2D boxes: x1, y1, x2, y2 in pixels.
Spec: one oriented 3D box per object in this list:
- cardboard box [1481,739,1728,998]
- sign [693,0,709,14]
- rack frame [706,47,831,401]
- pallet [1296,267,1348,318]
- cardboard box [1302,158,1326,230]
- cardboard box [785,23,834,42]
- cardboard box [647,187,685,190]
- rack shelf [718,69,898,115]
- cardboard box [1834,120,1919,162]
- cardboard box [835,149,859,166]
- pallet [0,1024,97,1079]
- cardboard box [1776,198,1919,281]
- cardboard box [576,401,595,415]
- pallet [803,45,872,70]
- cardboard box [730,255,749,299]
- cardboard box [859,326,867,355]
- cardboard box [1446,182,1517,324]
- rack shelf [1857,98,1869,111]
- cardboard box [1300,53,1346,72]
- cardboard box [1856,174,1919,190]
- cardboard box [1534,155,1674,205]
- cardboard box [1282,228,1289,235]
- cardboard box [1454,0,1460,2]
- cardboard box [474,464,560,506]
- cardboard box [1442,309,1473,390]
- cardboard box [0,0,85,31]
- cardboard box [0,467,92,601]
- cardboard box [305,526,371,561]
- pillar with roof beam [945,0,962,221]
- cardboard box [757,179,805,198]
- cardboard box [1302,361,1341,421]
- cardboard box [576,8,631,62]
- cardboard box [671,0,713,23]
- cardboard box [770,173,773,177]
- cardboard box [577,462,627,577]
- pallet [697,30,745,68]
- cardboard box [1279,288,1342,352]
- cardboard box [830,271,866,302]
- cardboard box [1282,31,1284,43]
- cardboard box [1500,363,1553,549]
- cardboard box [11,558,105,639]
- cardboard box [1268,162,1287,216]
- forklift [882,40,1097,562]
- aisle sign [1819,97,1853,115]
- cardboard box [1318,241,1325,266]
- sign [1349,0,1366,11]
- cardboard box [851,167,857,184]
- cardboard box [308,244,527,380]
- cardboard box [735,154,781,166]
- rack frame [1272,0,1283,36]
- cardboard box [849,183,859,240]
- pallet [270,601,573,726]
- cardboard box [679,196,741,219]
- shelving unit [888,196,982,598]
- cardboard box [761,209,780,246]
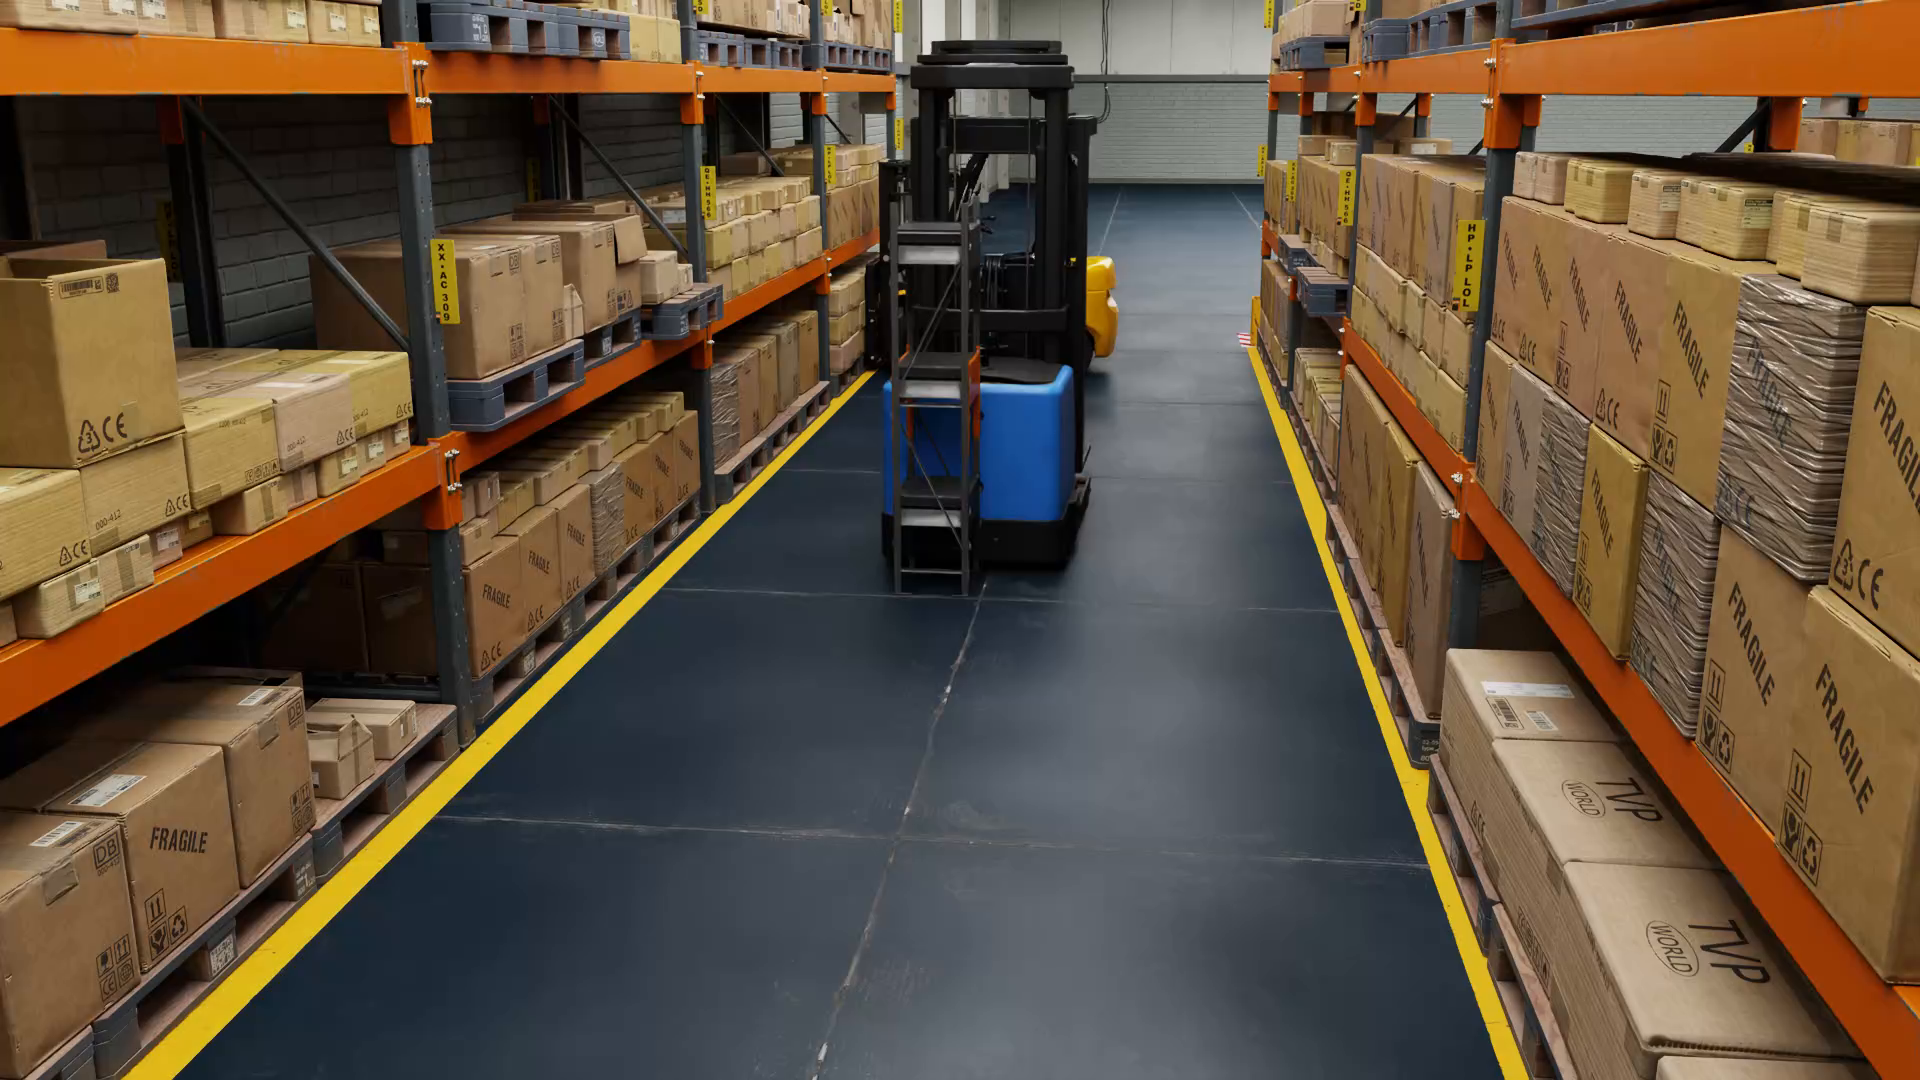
[{"bbox_3d":[2.105,0.969,4.936,0.875,0.438,0.875,1,15,5],"label":"cardboard box"},{"bbox_3d":[-1.560,-3.321,9.959,0.100,0.325,0.005,2,15,6],"label":"sign"},{"bbox_3d":[-1.647,-2.677,14.316,1.000,3.000,0.127,2,15,6],"label":"rack frame"},{"bbox_3d":[2.808,-1.590,10.662,1.213,0.211,1.003,2,15,6],"label":"pallet"},{"bbox_3d":[2.822,-2.556,12.301,0.500,0.500,0.500,2,15,6],"label":"cardboard box"},{"bbox_3d":[-1.295,-4.362,14.287,0.380,0.149,0.250,2,15,7],"label":"cardboard box"},{"bbox_3d":[-2.118,-2.560,12.447,0.380,0.149,0.250,2,15,7],"label":"cardboard box"},{"bbox_3d":[-1.422,-4.297,15.937,1.077,0.370,4.000,2,15,6],"label":"rack shelf"},{"bbox_3d":[8.487,-3.520,15.079,0.875,0.550,0.500,2,15,6],"label":"cardboard box"},{"bbox_3d":[-1.194,-3.722,16.178,0.380,0.149,0.250,2,15,7],"label":"cardboard box"},{"bbox_3d":[-2.904,1.555,4.008,1.003,0.211,1.213,2,15,6],"label":"pallet"},{"bbox_3d":[1.792,-0.563,3.147,0.380,0.149,0.250,2,15,8],"label":"cardboard box"},{"bbox_3d":[-2.467,-0.823,10.200,0.380,0.149,0.250,2,15,9],"label":"cardboard box"},{"bbox_3d":[-1.437,-4.620,15.924,1.003,0.211,1.213,2,15,6],"label":"pallet"},{"bbox_3d":[-1.744,-1.805,11.380,0.500,0.250,0.500,1,15,5],"label":"cardboard box"},{"bbox_3d":[-1.179,-1.934,16.031,0.500,0.250,0.500,2,15,7],"label":"cardboard box"},{"bbox_3d":[2.183,-1.111,6.418,0.500,0.500,0.500,2,15,8],"label":"cardboard box"},{"bbox_3d":[8.441,-4.032,14.957,1.077,0.370,4.000,2,15,6],"label":"rack shelf"},{"bbox_3d":[3.017,-3.950,13.756,0.380,0.149,0.250,2,15,7],"label":"cardboard box"},{"bbox_3d":[2.444,-0.818,4.091,0.380,0.149,0.250,2,15,6],"label":"cardboard box"},{"bbox_3d":[2.076,-1.160,5.355,0.380,0.149,0.250,2,15,7],"label":"cardboard box"},{"bbox_3d":[3.130,-2.767,15.128,0.380,0.149,0.250,1,15,5],"label":"cardboard box"},{"bbox_3d":[2.447,-2.490,7.520,0.380,0.166,0.250,3,15,11],"label":"cardboard box"},{"bbox_3d":[-2.190,-0.273,8.166,0.380,0.149,0.250,2,15,6],"label":"cardboard box"},{"bbox_3d":[2.191,-0.747,6.509,0.500,0.250,0.500,2,15,6],"label":"cardboard box"},{"bbox_3d":[-2.465,-1.362,4.188,0.380,0.149,0.250,2,15,6],"label":"cardboard box"},{"bbox_3d":[-2.572,-0.008,4.163,0.500,0.250,0.500,1,15,5],"label":"cardboard box"},{"bbox_3d":[-2.795,-0.015,7.214,0.380,0.149,0.250,1,15,4],"label":"cardboard box"},{"bbox_3d":[4.139,-10.998,33.596,9.100,9.000,0.400,2,15,6],"label":"pillar with roof beam"},{"bbox_3d":[-1.476,-2.876,13.617,0.380,0.149,0.250,1,15,5],"label":"cardboard box"},{"bbox_3d":[3.151,-1.143,12.874,0.950,0.372,0.625,3,15,10],"label":"cardboard box"},{"bbox_3d":[-2.028,-2.615,8.627,0.500,0.250,0.500,2,15,6],"label":"cardboard box"},{"bbox_3d":[-1.757,-3.307,10.352,0.380,0.166,0.250,2,15,6],"label":"cardboard box"},{"bbox_3d":[-1.873,-3.195,14.799,0.380,0.149,0.250,1,15,5],"label":"cardboard box"},{"bbox_3d":[-2.096,-0.119,8.840,0.500,0.500,0.500,1,15,4],"label":"cardboard box"},{"bbox_3d":[-2.111,-3.175,10.773,1.213,0.211,1.003,2,15,9],"label":"pallet"},{"bbox_3d":[3.085,-1.931,14.582,0.500,0.500,0.500,1,15,5],"label":"cardboard box"},{"bbox_3d":[-1.168,-2.413,15.887,0.500,0.250,0.500,2,15,8],"label":"cardboard box"},{"bbox_3d":[3.315,-4.701,15.771,0.500,0.250,0.500,2,15,8],"label":"cardboard box"},{"bbox_3d":[2.009,-0.261,5.189,0.500,0.500,0.500,2,15,7],"label":"cardboard box"},{"bbox_3d":[-2.497,0.147,4.355,0.380,0.149,0.250,1,15,5],"label":"cardboard box"},{"bbox_3d":[3.352,-3.512,16.642,0.500,0.500,0.500,2,15,8],"label":"cardboard box"},{"bbox_3d":[0.278,-1.625,10.557,1.130,2.935,3.031,2,15,8],"label":"forklift"},{"bbox_3d":[8.972,-4.714,16.869,0.394,0.787,0.004,2,15,6],"label":"aisle sign"},{"bbox_3d":[2.633,-1.943,11.278,0.380,0.149,0.250,2,15,7],"label":"cardboard box"},{"bbox_3d":[2.295,-3.209,9.544,0.100,0.325,0.005,2,15,6],"label":"sign"},{"bbox_3d":[-1.177,-3.445,15.720,0.380,0.149,0.250,1,15,4],"label":"cardboard box"},{"bbox_3d":[-2.273,-0.972,7.014,0.700,0.500,0.500,2,15,8],"label":"cardboard box"},{"bbox_3d":[-1.825,-3.407,15.010,0.380,0.149,0.250,2,15,6],"label":"cardboard box"},{"bbox_3d":[3.737,-6.465,16.833,1.000,3.000,0.127,2,15,6],"label":"rack frame"},{"bbox_3d":[-1.239,-3.100,15.687,0.500,0.500,0.500,2,15,6],"label":"cardboard box"},{"bbox_3d":[-2.496,0.532,7.791,1.003,0.211,1.213,2,15,6],"label":"pallet"},{"bbox_3d":[-1.721,-2.280,11.413,0.380,0.149,0.250,2,15,7],"label":"cardboard box"},{"bbox_3d":[-0.124,-0.770,8.975,0.431,2.100,0.503,2,16,7],"label":"shelving unit"},{"bbox_3d":[-1.639,-2.315,12.306,0.500,0.250,0.500,2,15,7],"label":"cardboard box"}]
